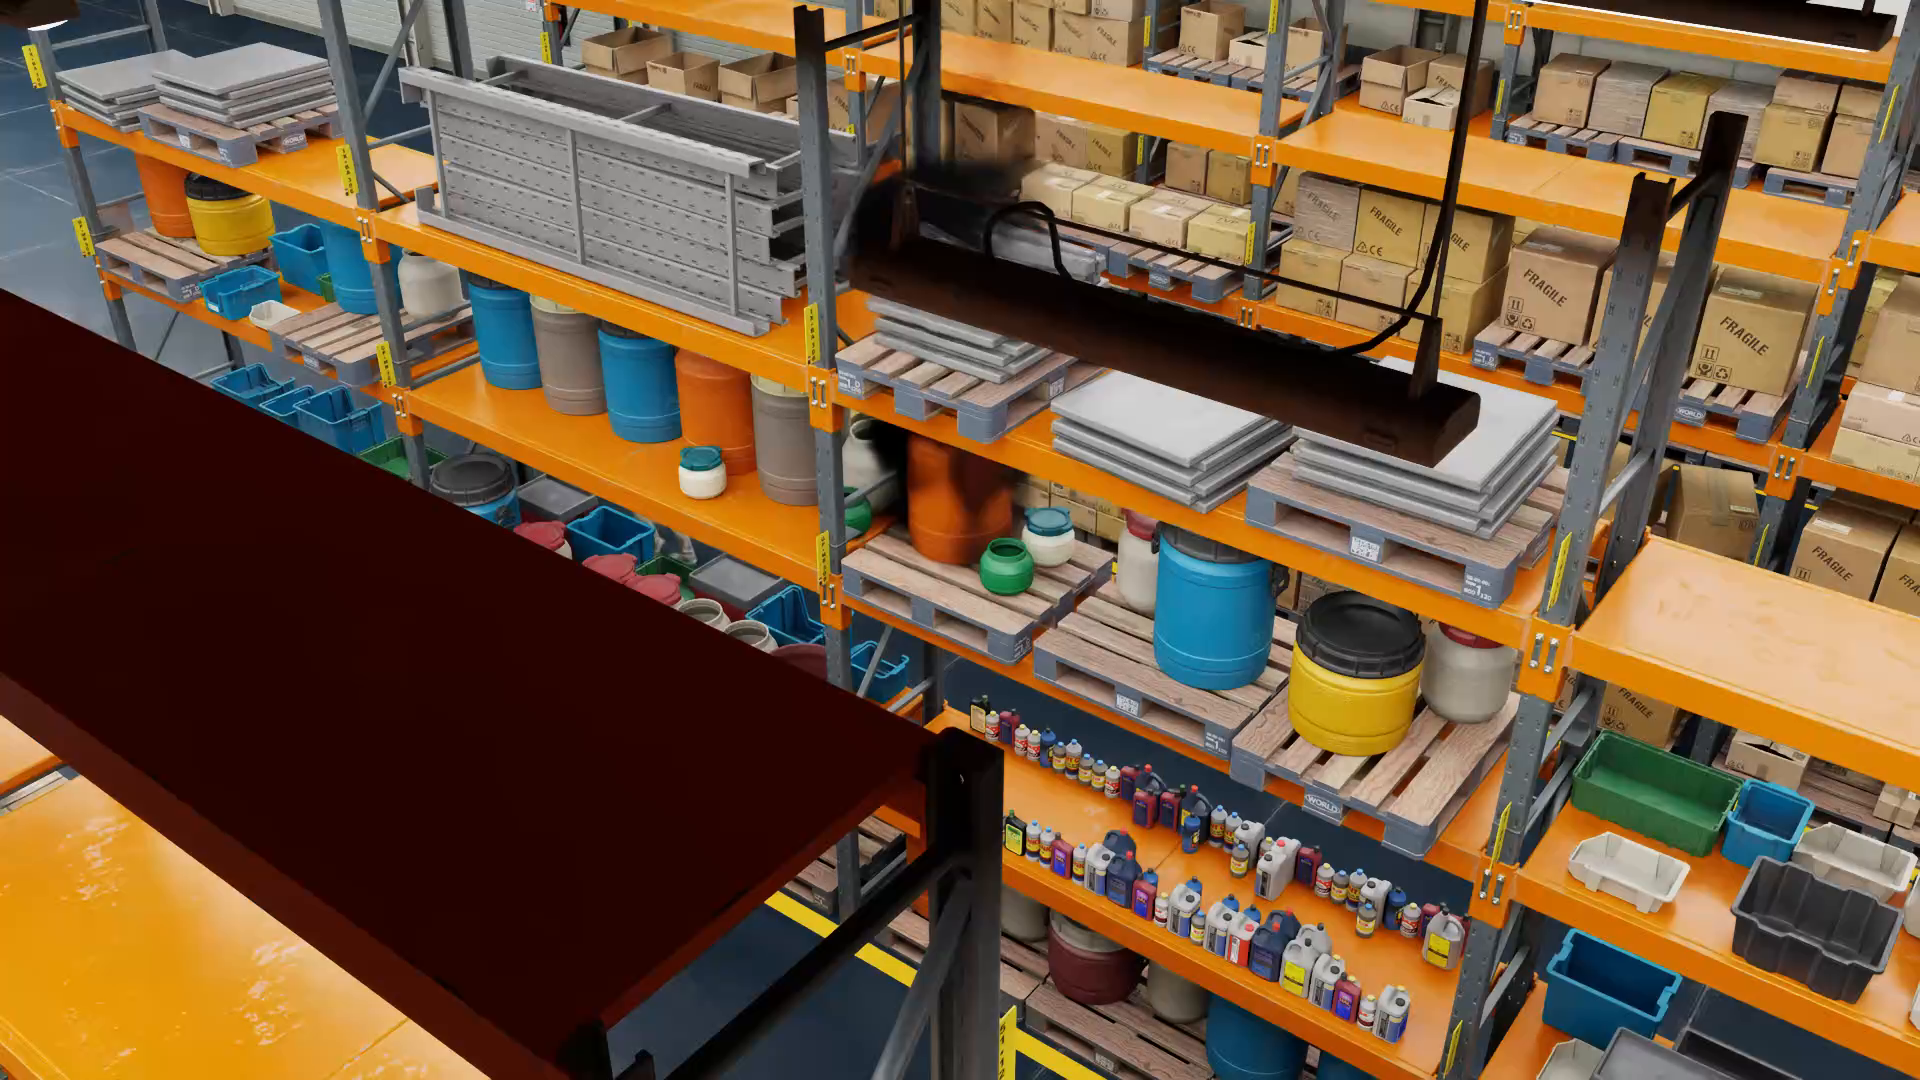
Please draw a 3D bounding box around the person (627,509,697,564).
[{"bbox_3d":[-2.642,-0.548,14.573,0.700,1.664,0.601,17,35,25],"label":"person"}]
